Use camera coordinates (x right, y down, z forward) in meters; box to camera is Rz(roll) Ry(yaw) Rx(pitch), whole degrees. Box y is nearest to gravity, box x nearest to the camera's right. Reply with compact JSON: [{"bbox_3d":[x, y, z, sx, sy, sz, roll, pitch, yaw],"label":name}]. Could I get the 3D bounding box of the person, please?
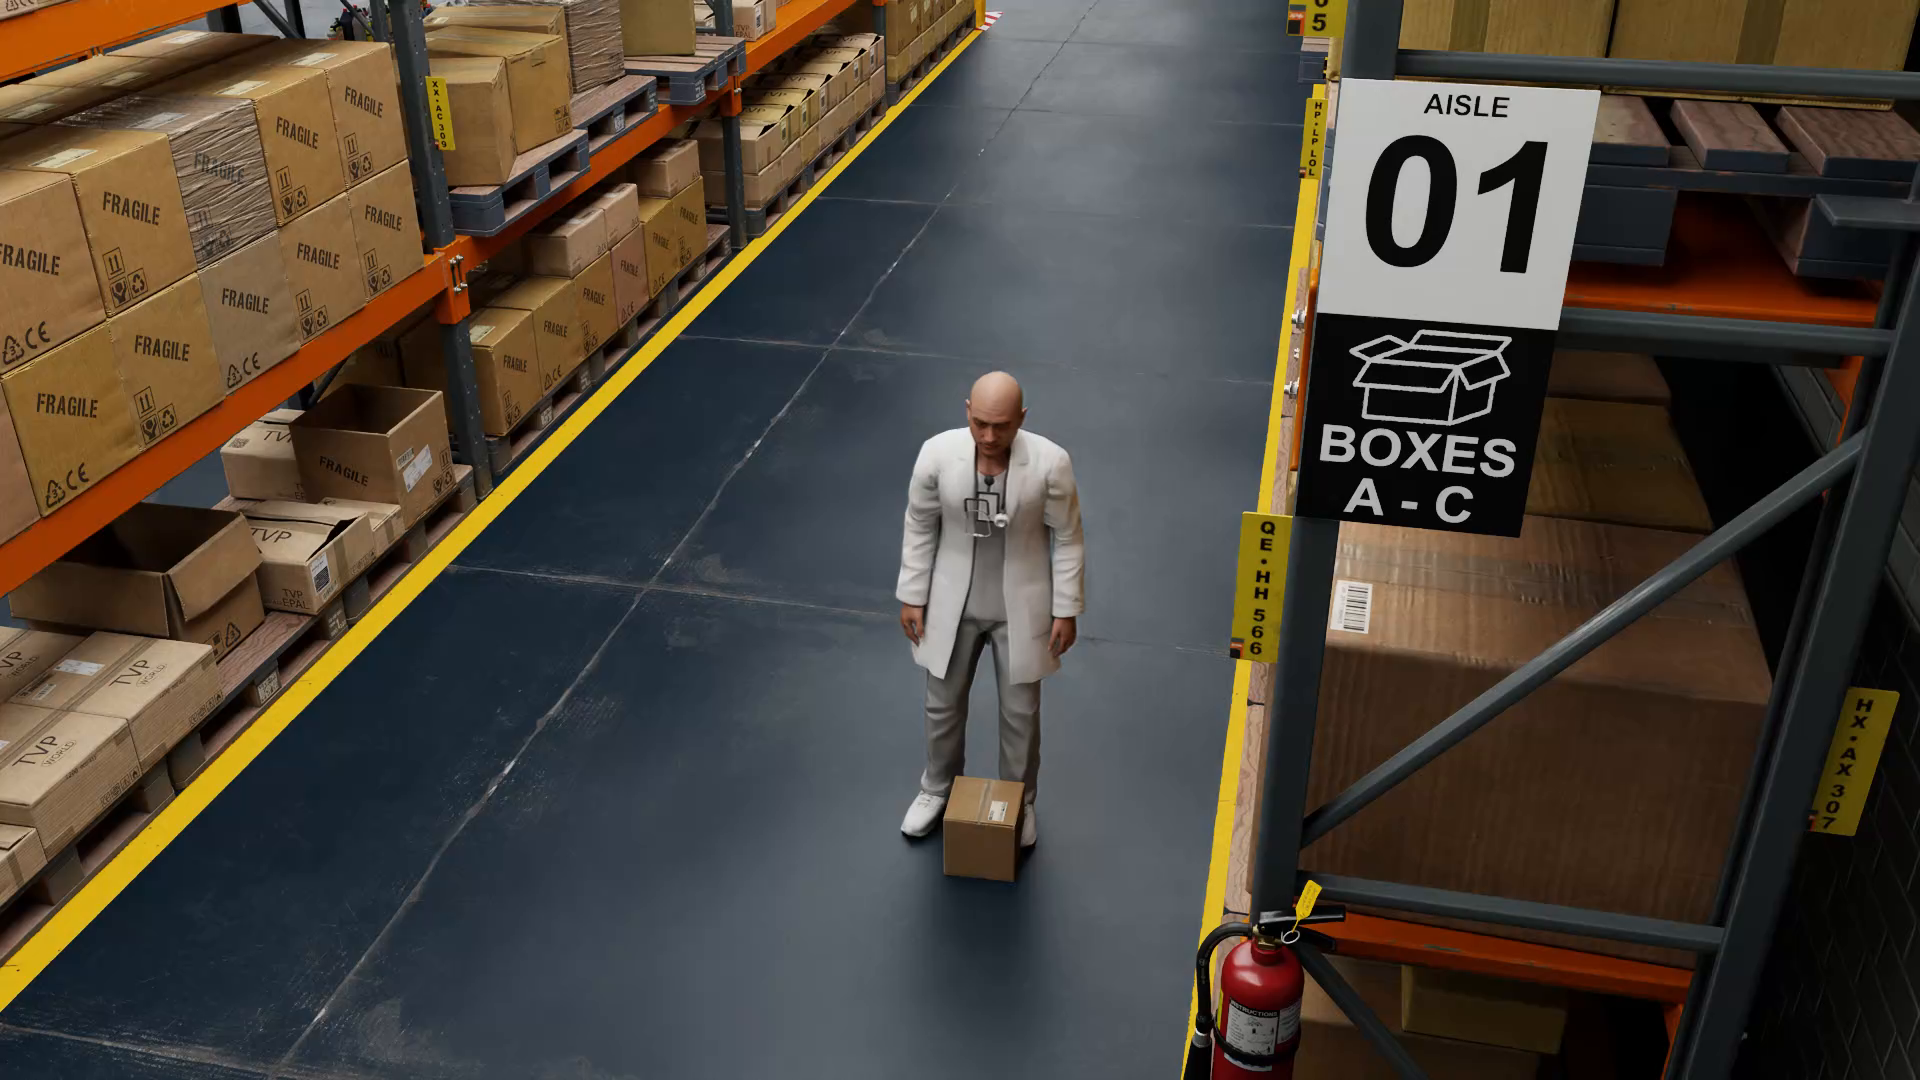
[{"bbox_3d":[0.103,0.232,5.711,0.653,1.774,0.418,5,29,9],"label":"person"}]
